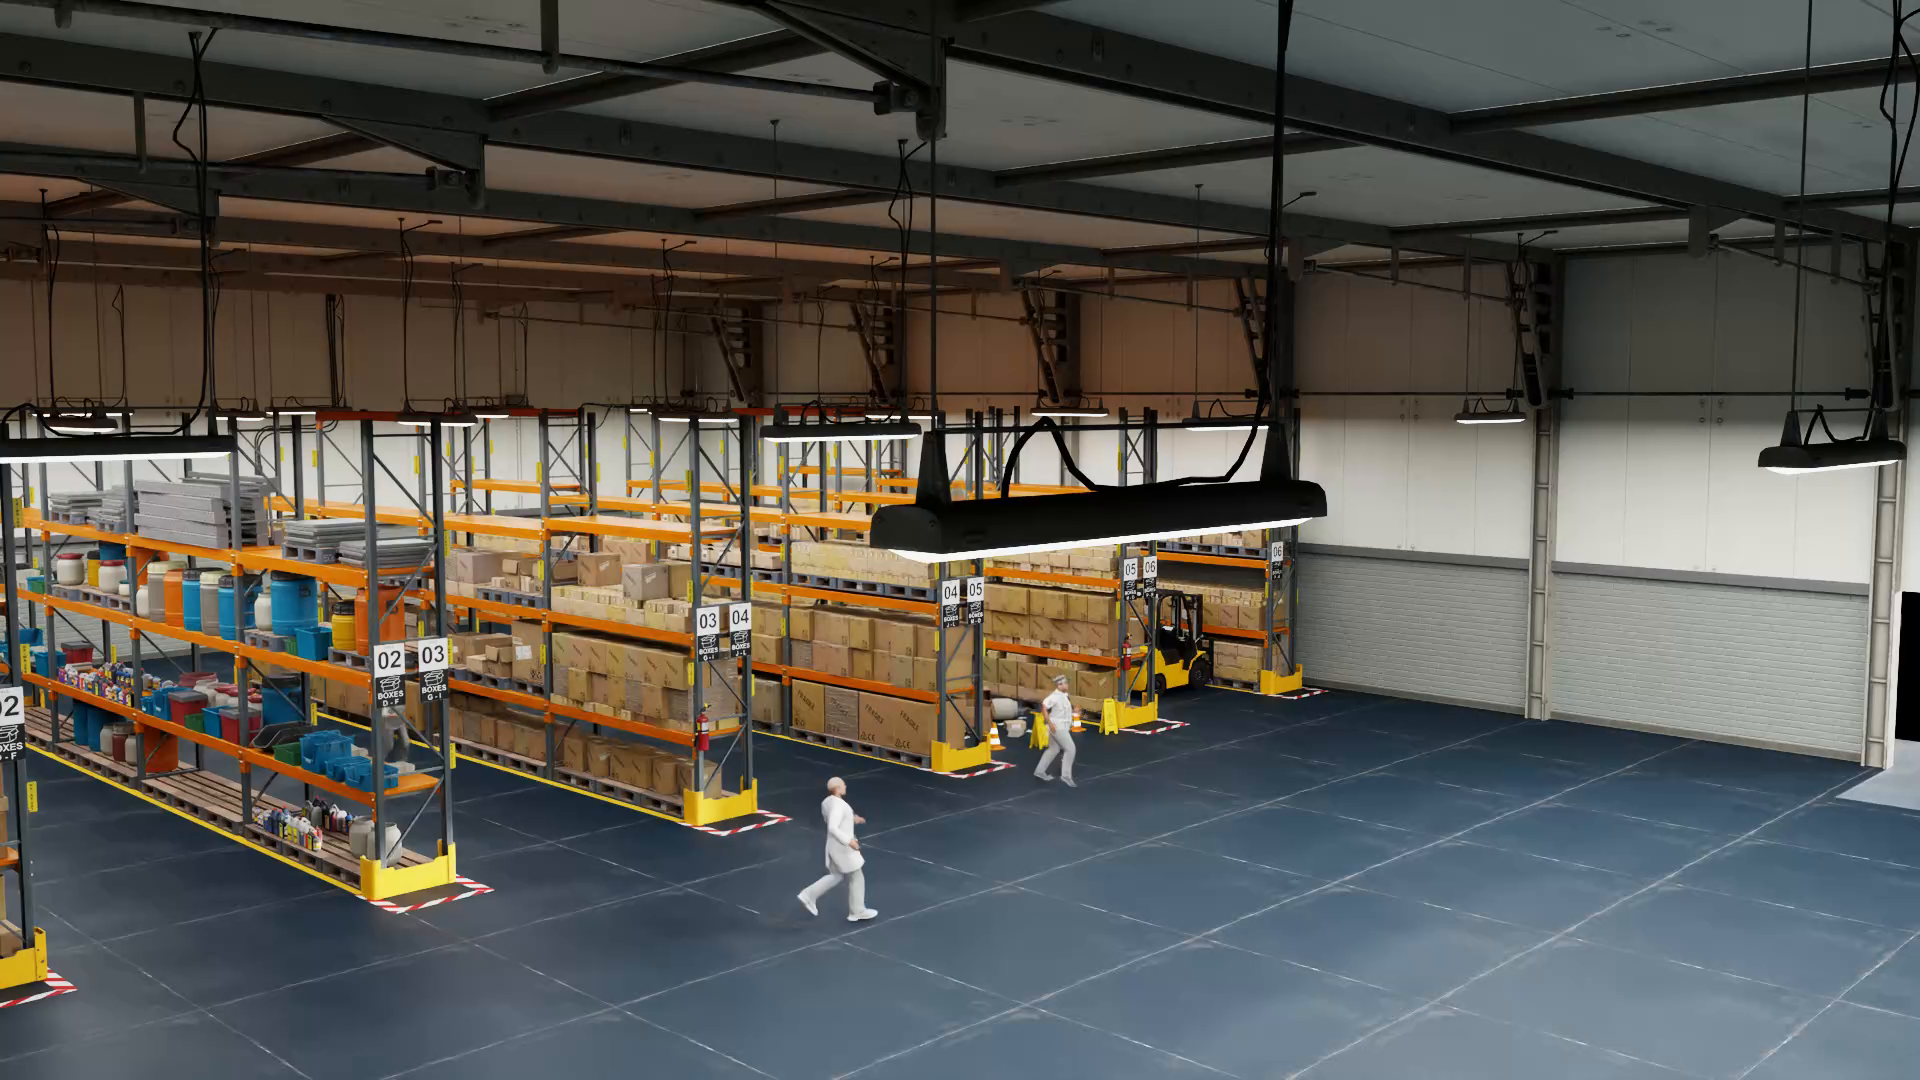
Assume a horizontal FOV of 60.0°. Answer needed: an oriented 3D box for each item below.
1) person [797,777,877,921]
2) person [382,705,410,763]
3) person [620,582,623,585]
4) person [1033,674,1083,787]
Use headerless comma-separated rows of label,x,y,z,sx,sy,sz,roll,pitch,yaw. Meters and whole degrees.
person,-1.455,3.692,19.837,0.979,1.752,0.719,-2,6,-24
person,-9.319,3.118,27.367,0.777,1.644,0.490,3,6,34
person,-9.025,1.636,43.788,0.721,1.703,0.625,-3,6,-27
person,1.597,3.085,26.910,0.785,1.850,0.643,0,5,4
